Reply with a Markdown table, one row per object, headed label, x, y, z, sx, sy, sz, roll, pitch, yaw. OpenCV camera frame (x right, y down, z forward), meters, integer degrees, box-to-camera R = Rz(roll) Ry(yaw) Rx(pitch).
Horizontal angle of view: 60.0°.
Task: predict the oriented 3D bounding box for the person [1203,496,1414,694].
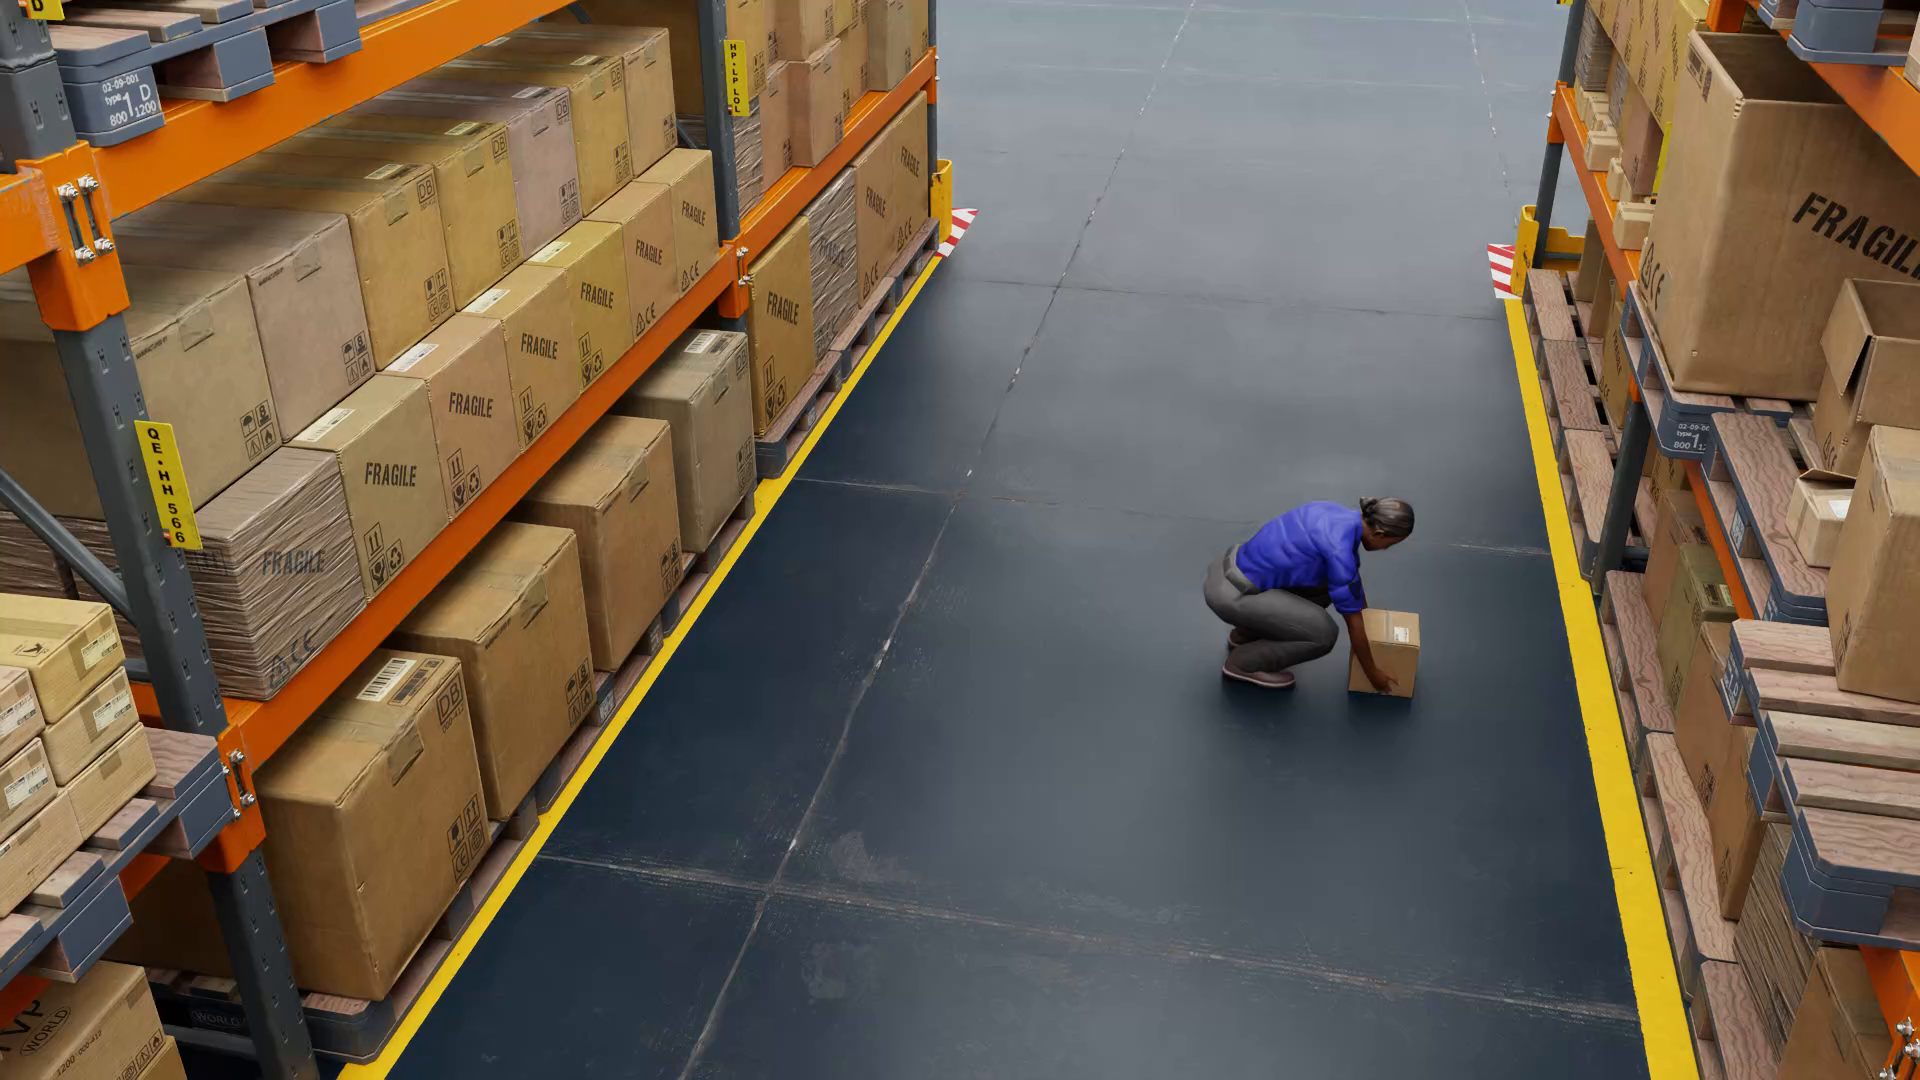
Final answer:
| label | x | y | z | sx | sy | sz | roll | pitch | yaw |
| --- | --- | --- | --- | --- | --- | --- | --- | --- | --- |
| person | 1.395 | 0.186 | 6.701 | 0.813 | 0.810 | 0.480 | 6 | 30 | 11 |
